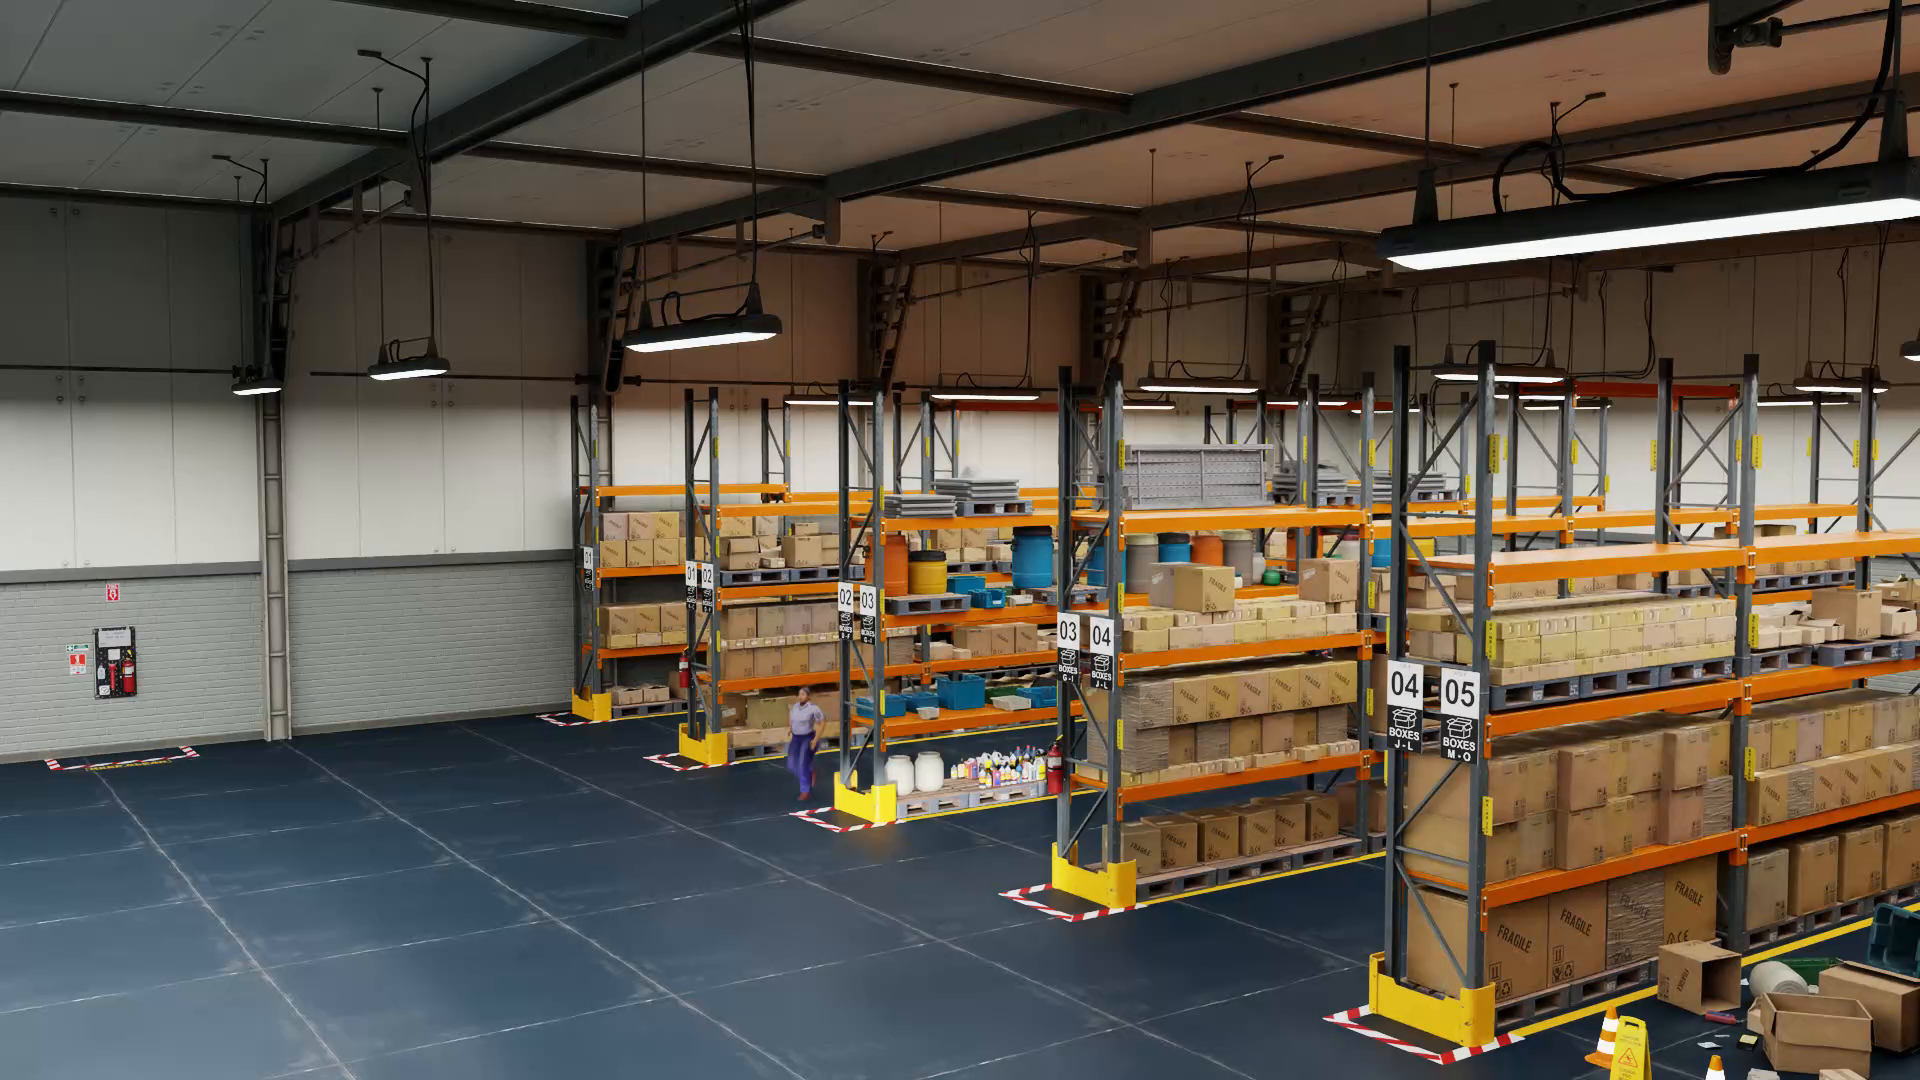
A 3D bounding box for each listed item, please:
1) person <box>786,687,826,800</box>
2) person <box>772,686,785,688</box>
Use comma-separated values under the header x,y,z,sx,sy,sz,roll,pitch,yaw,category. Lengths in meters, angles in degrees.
x,y,z,sx,sy,sz,roll,pitch,yaw,category
-2.237,2.932,24.048,0.638,1.627,0.532,3,4,36,person
-3.284,2.504,30.178,0.607,1.649,0.654,3,5,42,person
